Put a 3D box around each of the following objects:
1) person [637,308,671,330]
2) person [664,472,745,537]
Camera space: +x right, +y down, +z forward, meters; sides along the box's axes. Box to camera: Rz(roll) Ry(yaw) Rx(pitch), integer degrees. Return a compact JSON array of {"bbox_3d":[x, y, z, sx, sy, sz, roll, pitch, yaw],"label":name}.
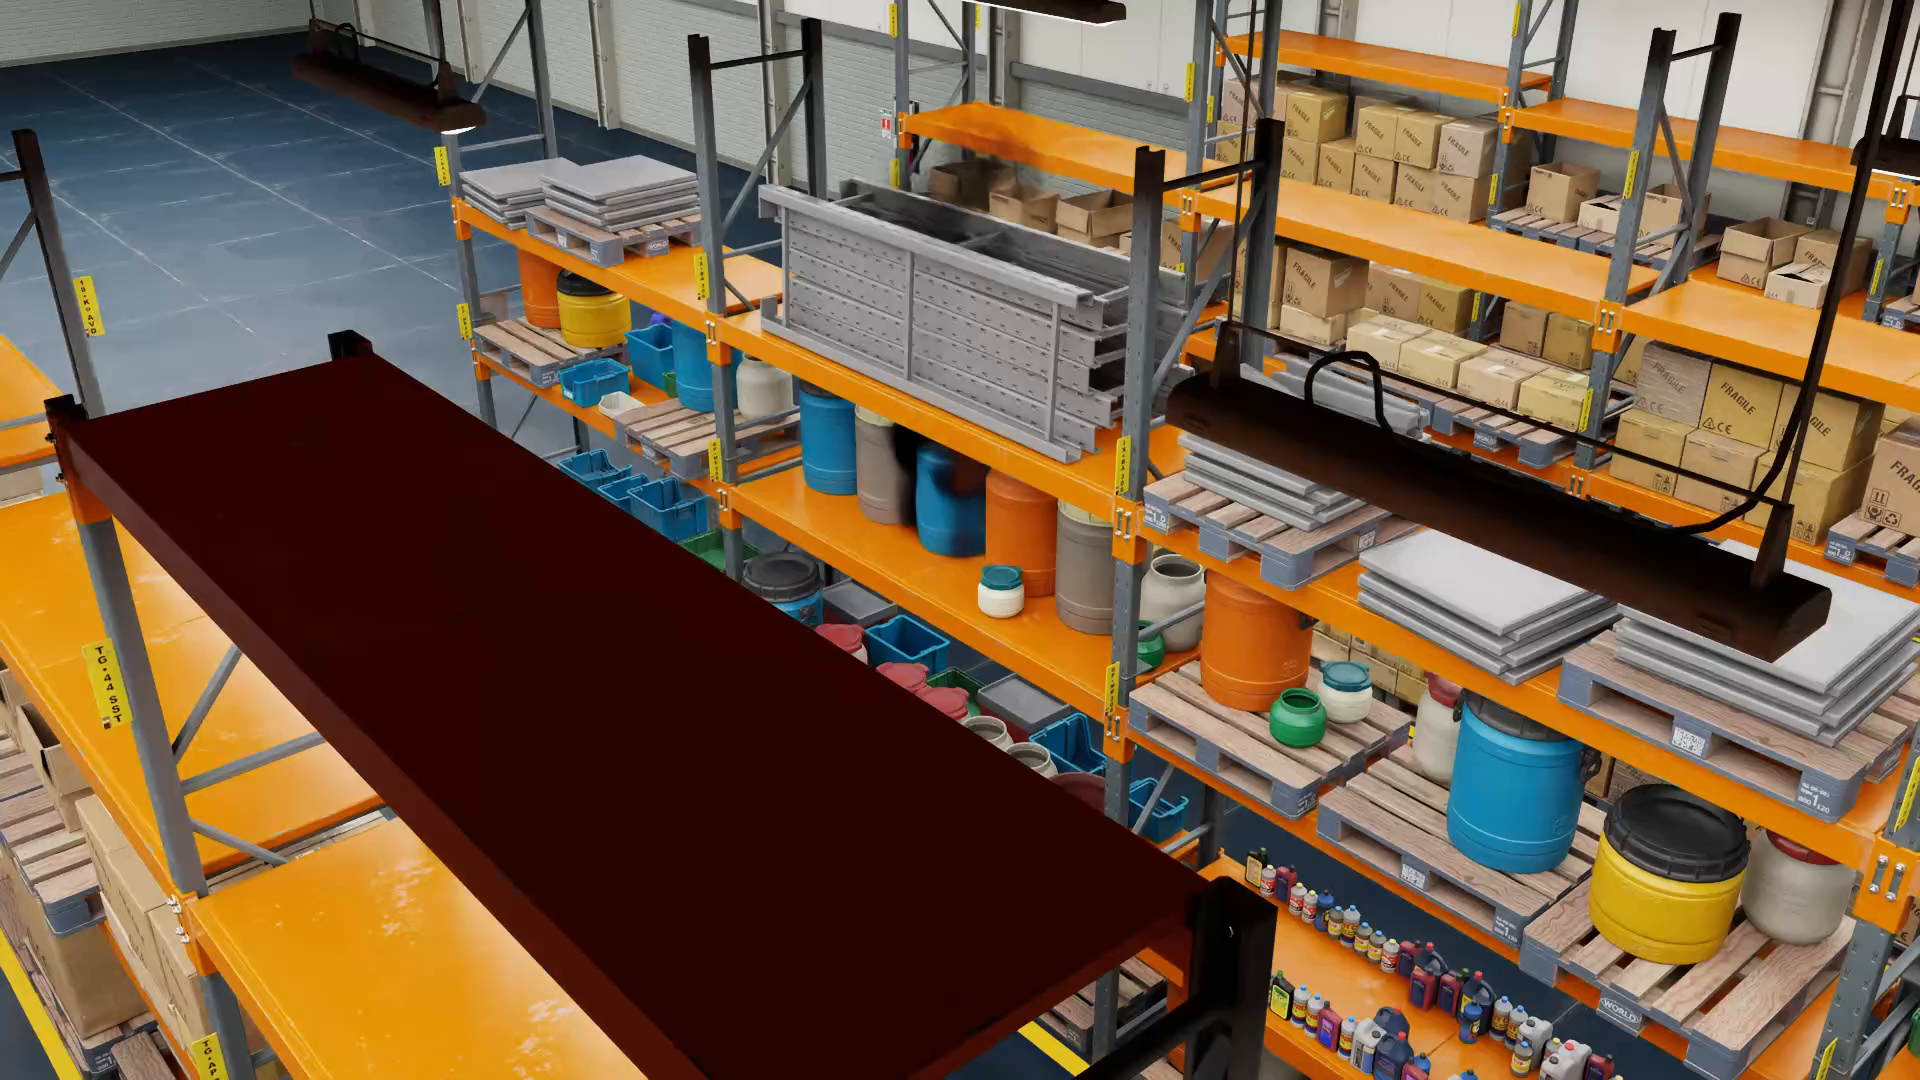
[{"bbox_3d":[-3.566,-2.294,20.281,0.813,1.660,0.601,-6,28,-12],"label":"person"},{"bbox_3d":[-2.559,-0.539,16.892,0.839,1.578,0.735,7,28,13],"label":"person"}]
